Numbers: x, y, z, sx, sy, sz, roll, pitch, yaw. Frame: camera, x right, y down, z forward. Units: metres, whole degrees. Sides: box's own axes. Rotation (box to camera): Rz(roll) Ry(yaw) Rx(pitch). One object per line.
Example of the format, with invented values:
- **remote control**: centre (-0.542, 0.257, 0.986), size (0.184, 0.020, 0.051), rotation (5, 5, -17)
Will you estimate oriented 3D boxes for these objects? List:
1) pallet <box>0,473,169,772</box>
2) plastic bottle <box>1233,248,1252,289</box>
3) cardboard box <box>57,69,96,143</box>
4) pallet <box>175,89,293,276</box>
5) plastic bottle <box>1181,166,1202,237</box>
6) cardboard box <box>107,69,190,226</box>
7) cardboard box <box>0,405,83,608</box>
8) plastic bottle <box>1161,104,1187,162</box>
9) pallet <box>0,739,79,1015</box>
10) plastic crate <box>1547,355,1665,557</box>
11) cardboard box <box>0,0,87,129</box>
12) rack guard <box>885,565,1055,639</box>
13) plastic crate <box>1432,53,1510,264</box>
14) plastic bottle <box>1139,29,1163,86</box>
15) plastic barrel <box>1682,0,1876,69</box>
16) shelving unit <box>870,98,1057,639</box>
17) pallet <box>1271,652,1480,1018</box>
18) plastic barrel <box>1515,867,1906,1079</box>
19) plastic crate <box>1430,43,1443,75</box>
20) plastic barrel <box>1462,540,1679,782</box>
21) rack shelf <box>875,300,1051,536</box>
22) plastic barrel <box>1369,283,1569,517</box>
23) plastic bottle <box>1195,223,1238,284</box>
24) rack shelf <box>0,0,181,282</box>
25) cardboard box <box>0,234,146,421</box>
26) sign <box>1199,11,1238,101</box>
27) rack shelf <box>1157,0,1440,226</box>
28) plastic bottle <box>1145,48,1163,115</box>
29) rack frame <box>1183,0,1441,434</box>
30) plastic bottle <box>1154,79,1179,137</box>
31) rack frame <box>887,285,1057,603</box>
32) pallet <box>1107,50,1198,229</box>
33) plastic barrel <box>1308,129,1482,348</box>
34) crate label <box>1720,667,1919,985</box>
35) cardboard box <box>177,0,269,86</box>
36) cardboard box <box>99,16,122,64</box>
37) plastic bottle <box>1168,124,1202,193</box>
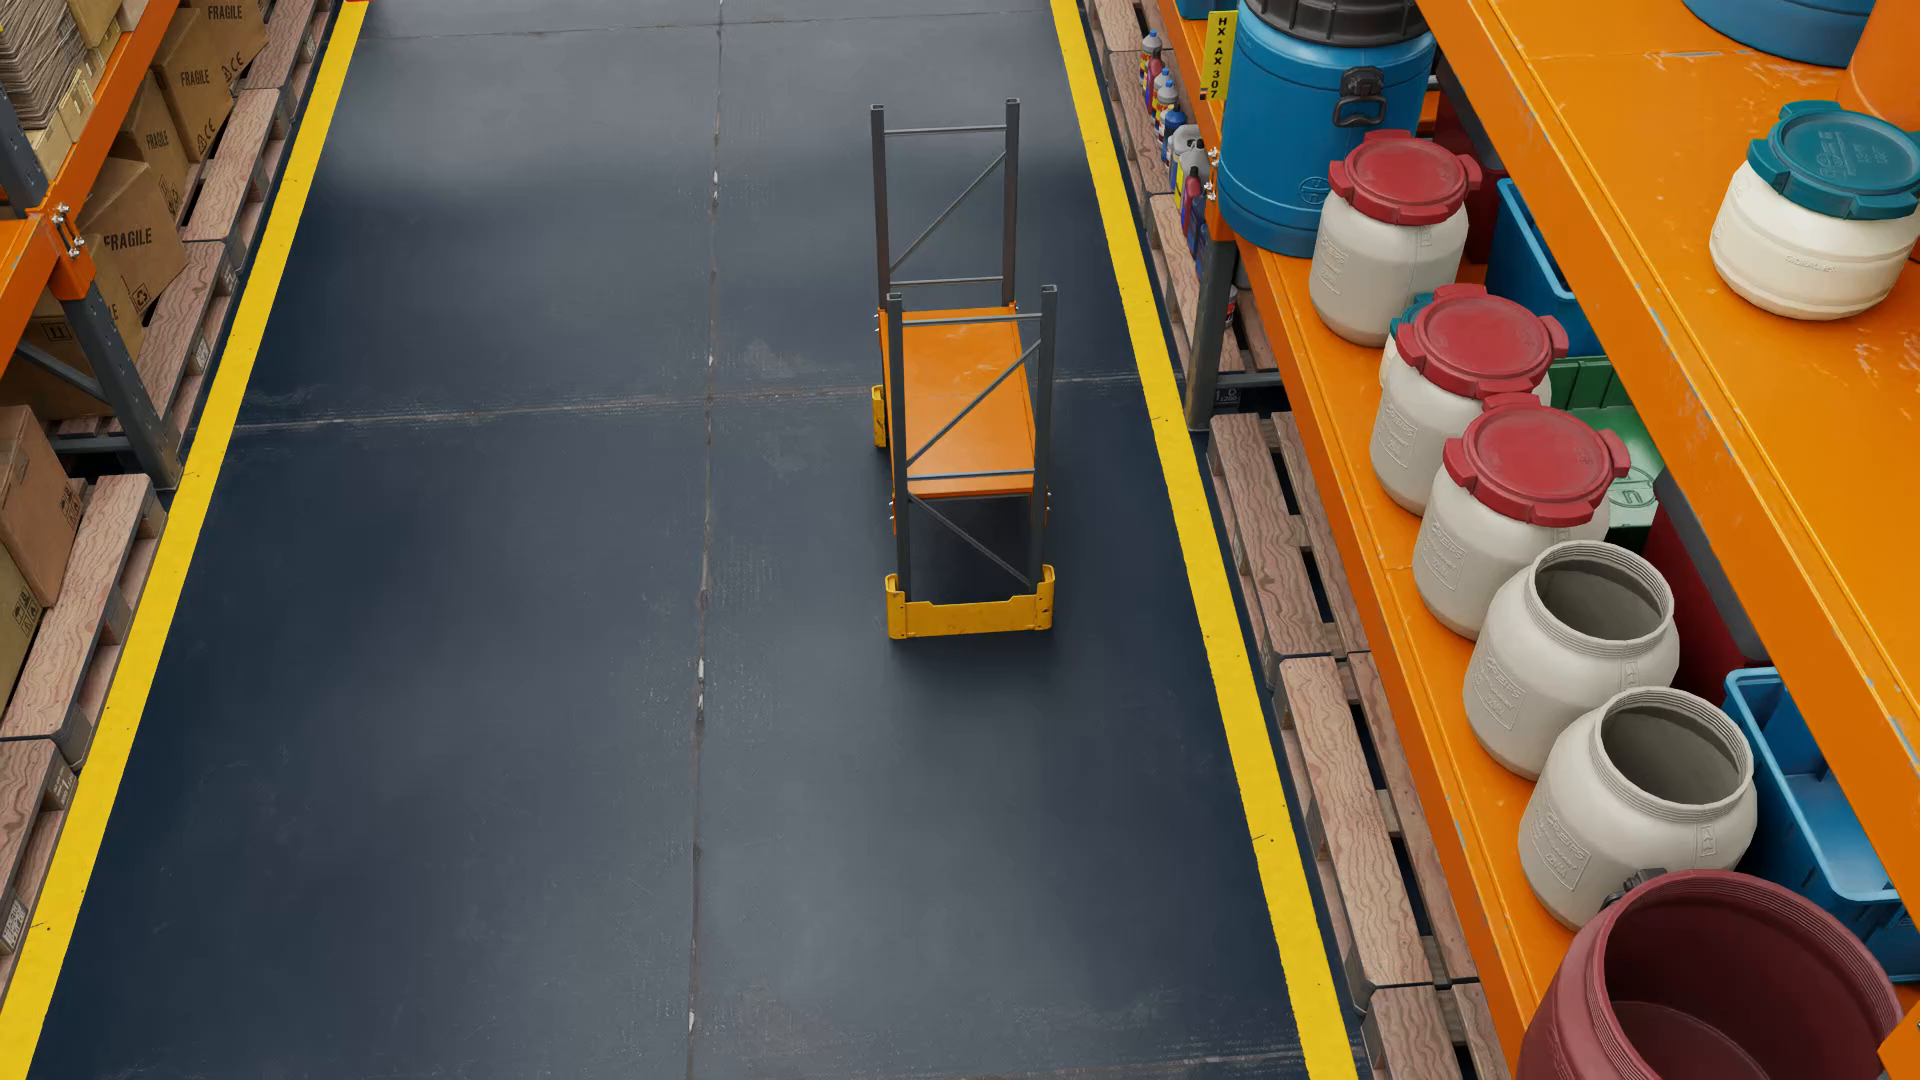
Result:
- **pallet**: centre (-3.462, 0.291, 5.829), size (1.003, 0.211, 1.213), rotation (-3, 47, -3)
- **plastic bottle**: centre (1.209, -1.230, 6.870), size (0.144, 0.351, 0.185), rotation (-3, 47, -3)
- **cardboard box**: centre (-3.255, -1.500, 5.778), size (0.380, 0.149, 0.250), rotation (-3, 47, -3)
- **pallet**: centre (-3.725, -1.641, 7.659), size (1.003, 0.211, 1.213), rotation (-3, 47, -3)
- **plastic bottle**: centre (0.995, -1.452, 7.127), size (0.061, 0.283, 0.133), rotation (-1, 47, -1)
- **cardboard box**: centre (-3.708, -1.666, 7.195), size (0.500, 0.500, 0.500), rotation (-7, 47, -7)
- **cardboard box**: centre (-3.499, -0.078, 5.676), size (0.700, 0.500, 0.500), rotation (-7, 47, -6)
- **plastic bottle**: centre (0.967, -1.842, 7.505), size (0.097, 0.271, 0.097), rotation (0, 47, 0)
- **pallet**: centre (-3.357, 1.175, 4.991), size (1.003, 0.211, 1.213), rotation (-3, 47, -3)
- **plastic crate**: centre (1.834, -0.217, 4.535), size (0.450, 0.188, 0.662), rotation (-3, 47, -3)
- **cardboard box**: centre (-3.505, -1.697, 5.518), size (0.875, 0.500, 0.500), rotation (-3, 47, -3)
- **rack guard**: centre (0.035, 0.219, 5.870), size (0.587, 0.250, 0.087), rotation (-3, 47, -3)
- **plastic crate**: centre (1.752, -1.223, 5.298), size (0.402, 0.464, 0.583), rotation (-3, 47, -3)
- **plastic bottle**: centre (0.913, -2.309, 7.947), size (0.097, 0.271, 0.097), rotation (0, 47, 0)
- **plastic barrel**: centre (1.775, -1.435, 3.132), size (0.600, 0.901, 0.708), rotation (-3, 47, -3)
- **shelving unit**: centre (-0.006, -0.571, 5.758), size (0.587, 1.500, 1.083), rotation (-3, 47, -3)
- **pallet**: centre (1.617, 0.877, 5.274), size (1.003, 0.211, 1.213), rotation (-3, 47, -3)
- **plastic barrel**: centre (1.401, 0.998, 3.146), size (0.600, 0.536, 0.708), rotation (-3, 47, -3)
- **plastic crate**: centre (1.490, -1.898, 6.024), size (0.767, 0.338, 0.504), rotation (-3, 47, -3)
- **plastic barrel**: centre (1.408, 0.287, 3.835), size (0.421, 0.512, 0.421), rotation (0, 47, 0)
- **rack shelf**: centre (-0.007, -0.454, 5.895), size (0.538, 0.185, 1.000), rotation (-3, 47, -3)
- **plastic barrel**: centre (1.330, -0.343, 4.415), size (0.433, 0.535, 0.433), rotation (0, 47, 0)
- **plastic bottle**: centre (1.066, -1.221, 6.862), size (0.144, 0.351, 0.185), rotation (-5, 47, -4)
- **rack shelf**: centre (-3.696, -2.431, 6.982), size (1.077, 0.370, 4.000), rotation (-3, 47, -3)
- **cardboard box**: centre (-3.522, -0.808, 6.382), size (0.500, 0.500, 0.500), rotation (-5, 47, -5)
- **sign**: centre (0.858, -1.602, 5.511), size (0.100, 0.325, 0.005), rotation (-3, 47, -3)
- **rack shelf**: centre (1.240, -2.732, 7.267), size (1.077, 0.370, 4.000), rotation (-3, 47, -3)
- **plastic bottle**: centre (0.914, -2.148, 7.786), size (0.061, 0.283, 0.133), rotation (-3, 47, -3)
- **rack frame**: centre (1.407, -1.532, 5.635), size (1.000, 3.000, 0.127), rotation (-3, 47, -3)
- **plastic bottle**: centre (0.950, -1.988, 7.643), size (0.097, 0.271, 0.097), rotation (0, 47, 0)
- **rack frame**: centre (0.035, -0.210, 5.416), size (0.500, 1.500, 0.032), rotation (-3, 47, -3)
- **pallet**: centre (1.287, -1.947, 7.948), size (1.003, 0.211, 1.213), rotation (-3, 47, -3)
- **plastic barrel**: centre (1.268, -0.874, 4.918), size (0.433, 0.535, 0.433), rotation (0, 47, 0)
- **crate label**: centre (1.928, 0.614, 3.578), size (0.502, 0.435, 0.616), rotation (-3, 47, -3)
- **cardboard box**: centre (-3.744, -2.527, 8.010), size (0.500, 0.500, 0.500), rotation (8, 47, 7)
- **cardboard box**: centre (-3.334, -1.860, 6.119), size (0.380, 0.149, 0.250), rotation (-3, 47, -3)
- **plastic bottle**: centre (1.013, -1.686, 7.354), size (0.152, 0.276, 0.135), rotation (-3, 47, -3)
